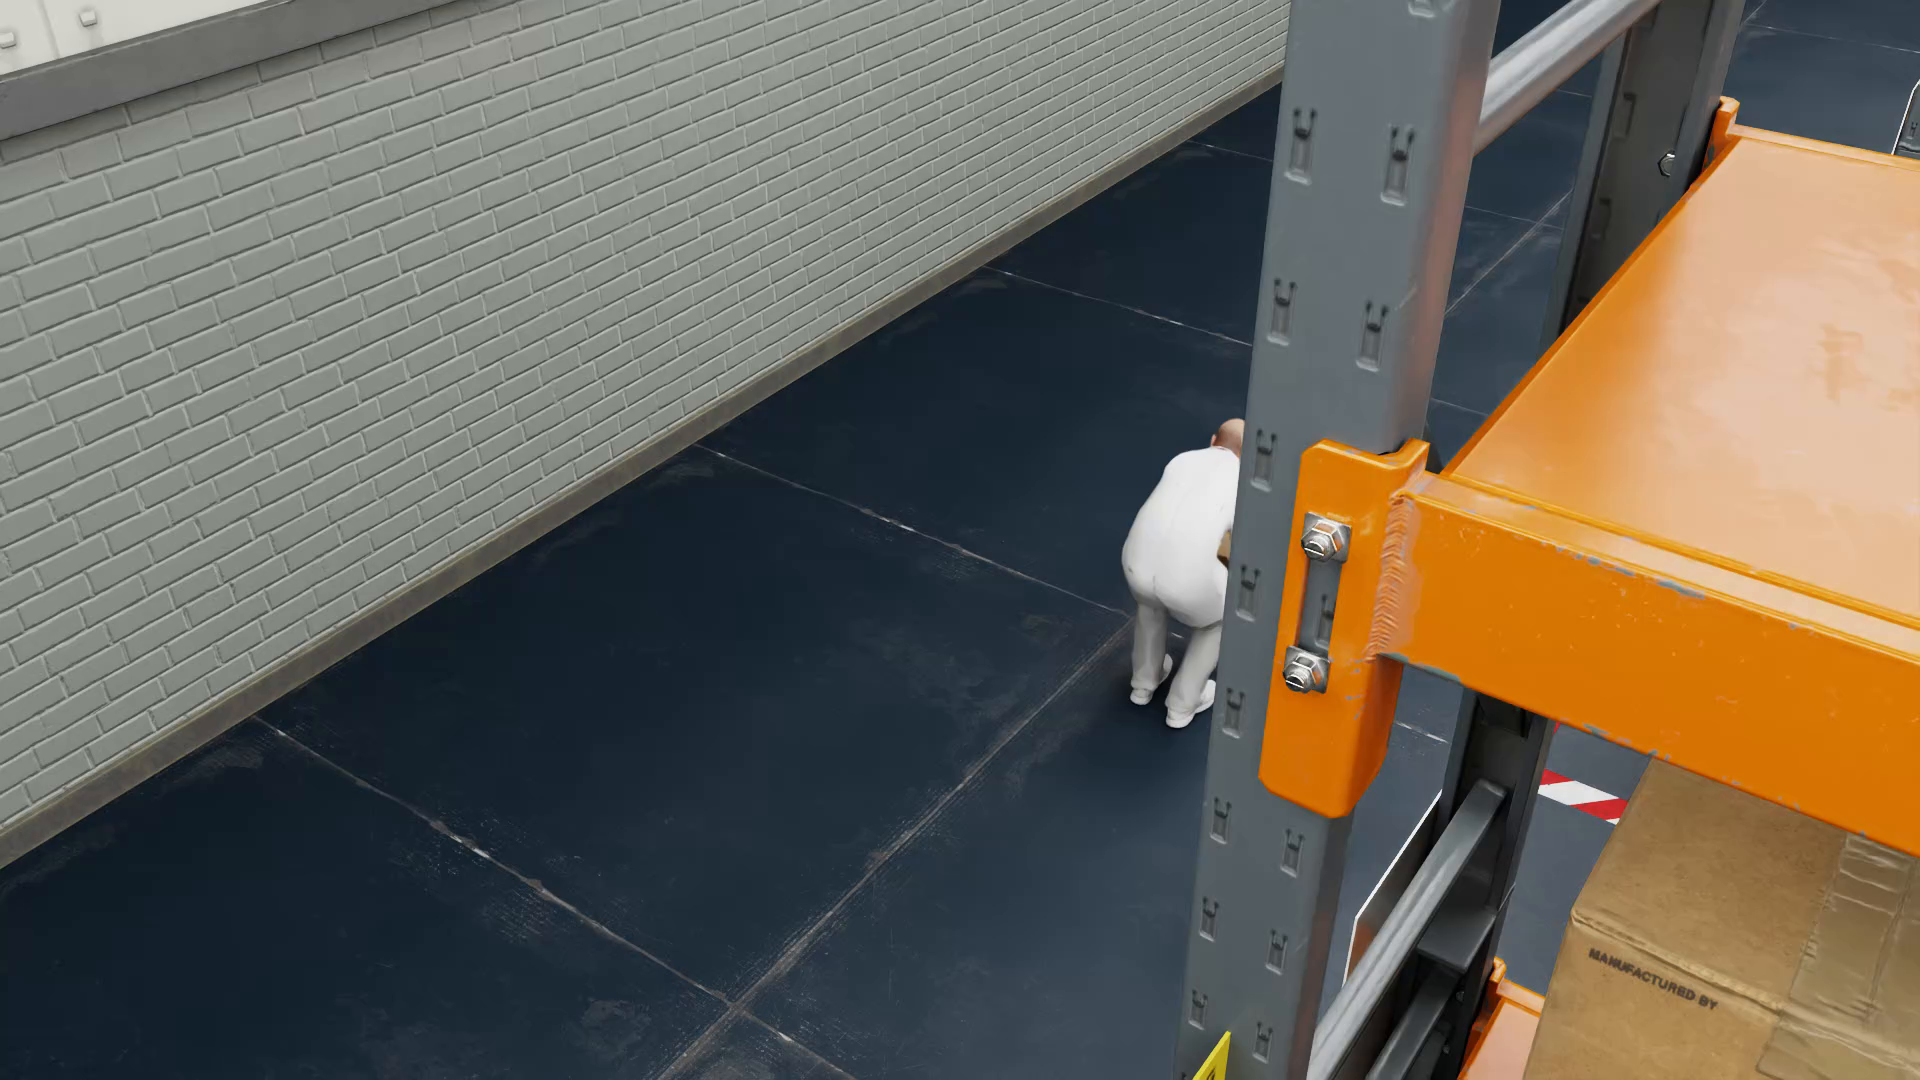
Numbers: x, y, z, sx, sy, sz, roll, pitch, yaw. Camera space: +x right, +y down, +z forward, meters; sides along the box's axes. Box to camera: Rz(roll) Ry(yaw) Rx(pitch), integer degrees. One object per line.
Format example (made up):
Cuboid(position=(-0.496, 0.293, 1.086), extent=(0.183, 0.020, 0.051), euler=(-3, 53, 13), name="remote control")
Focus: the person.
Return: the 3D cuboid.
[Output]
Cuboid(position=(1.078, 0.150, 7.598), extent=(0.568, 1.232, 0.922), euler=(20, 39, 26), name="person")
